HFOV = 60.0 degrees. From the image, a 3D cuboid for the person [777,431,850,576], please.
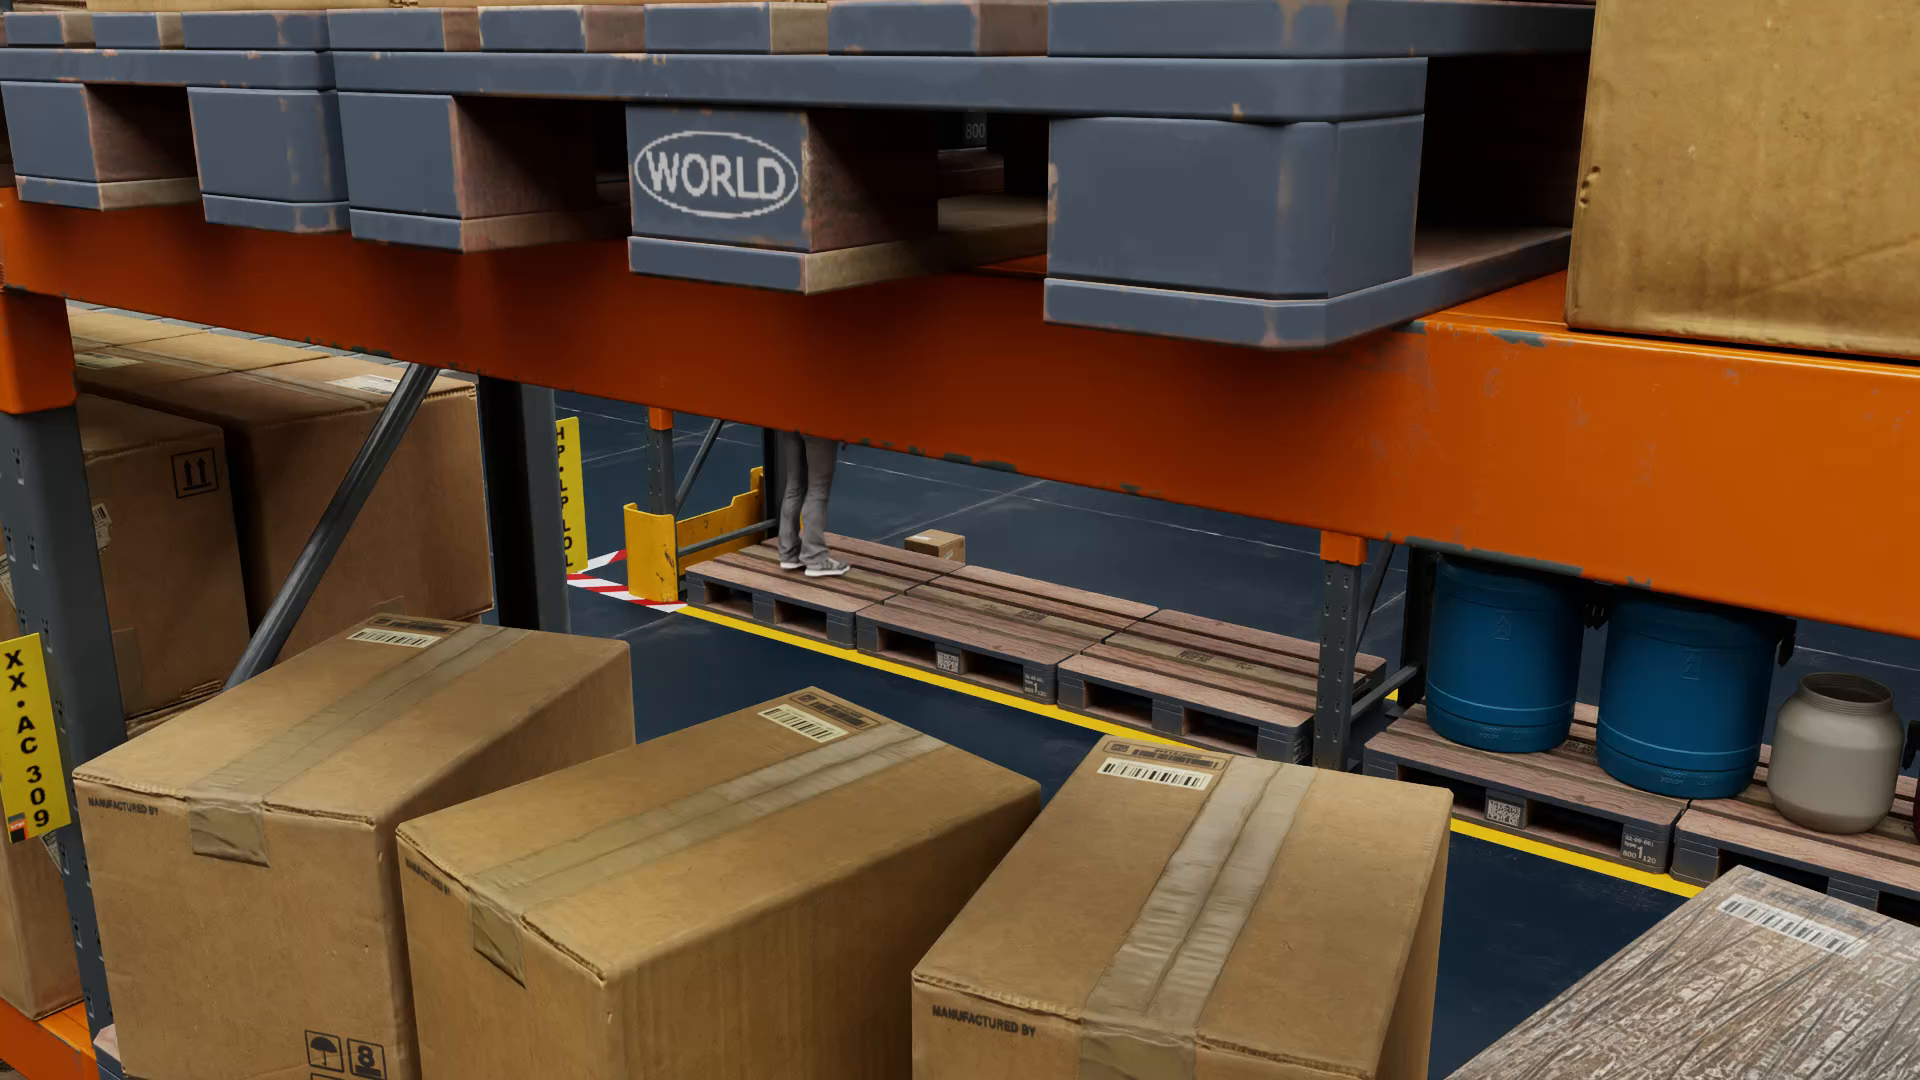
[{"bbox_3d":[-0.792,-0.586,8.750,0.407,1.577,0.325,16,23,42],"label":"person"}]
